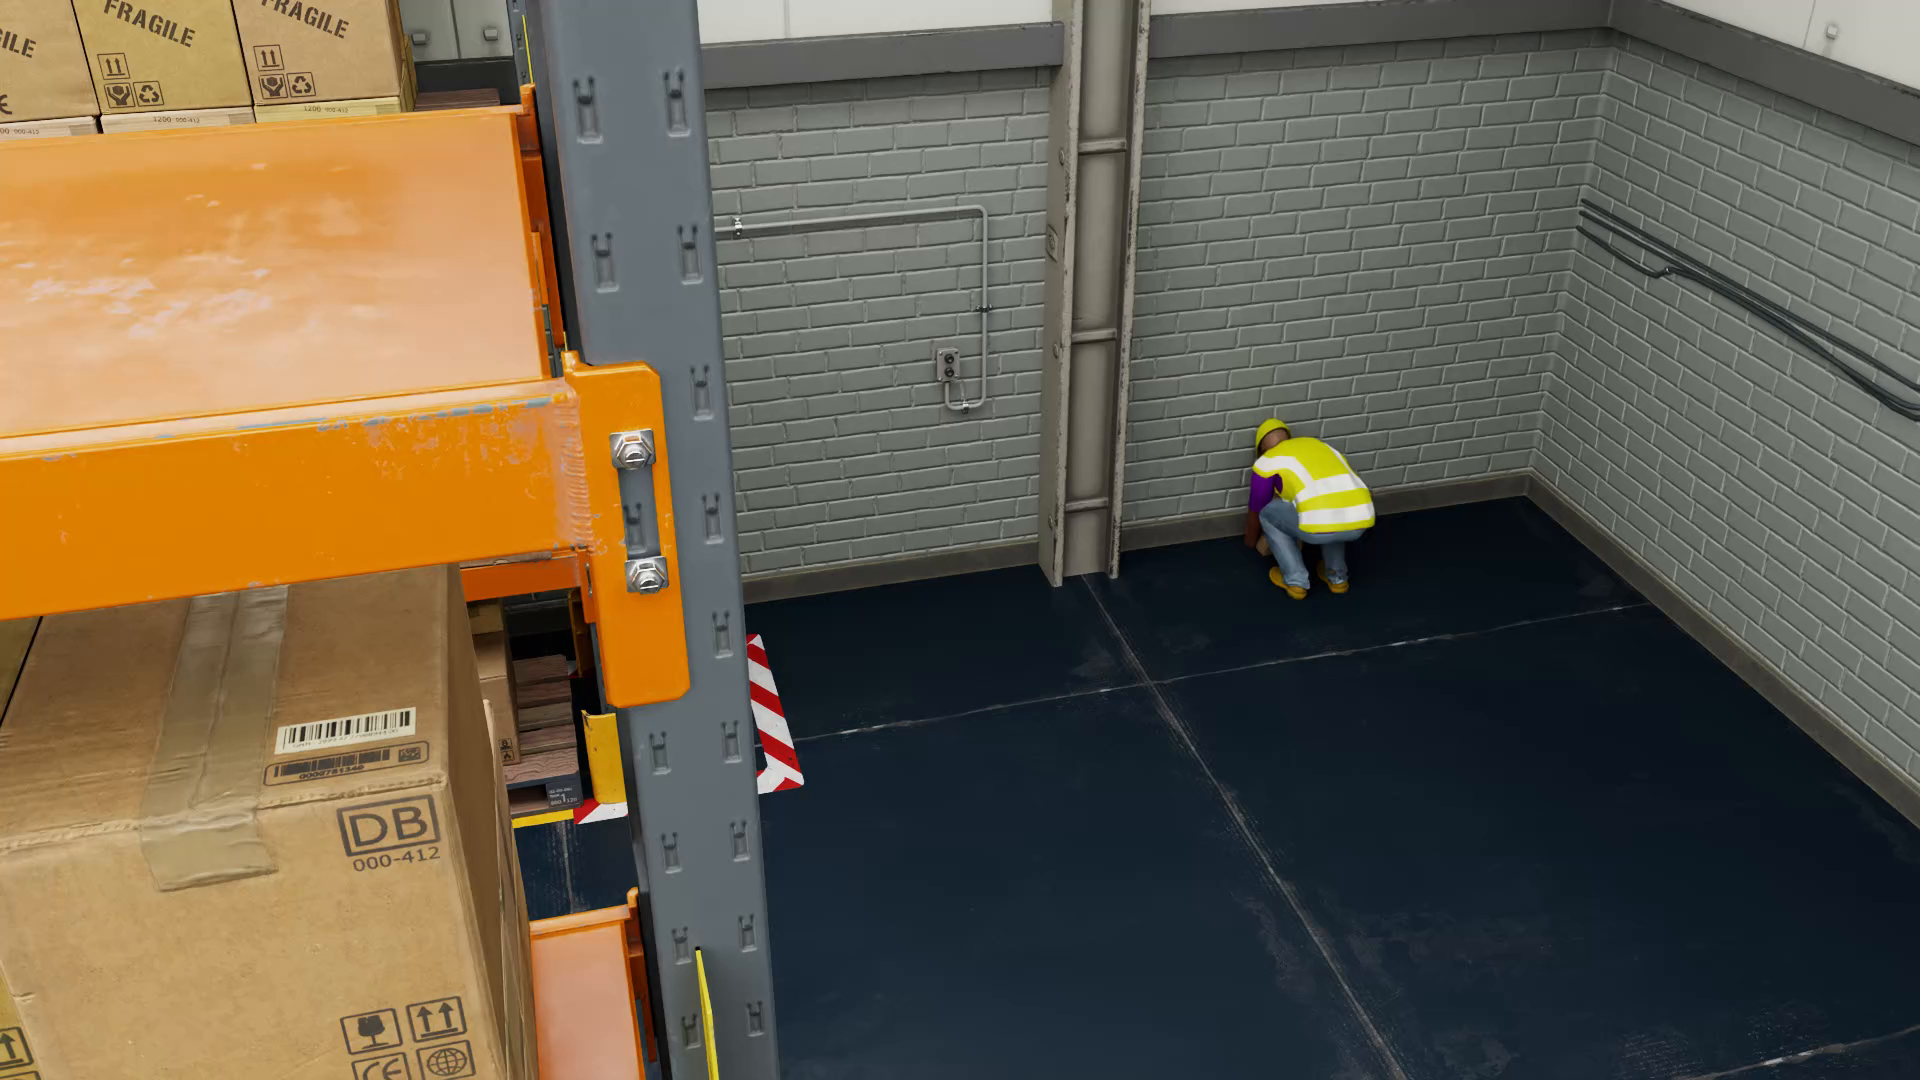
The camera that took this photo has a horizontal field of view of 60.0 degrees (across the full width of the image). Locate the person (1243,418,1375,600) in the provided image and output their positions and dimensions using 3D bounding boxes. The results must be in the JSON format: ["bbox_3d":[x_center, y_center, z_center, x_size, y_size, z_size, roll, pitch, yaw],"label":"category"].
[{"bbox_3d":[1.918,-0.162,9.377,0.523,0.810,0.968,-9,31,-14],"label":"person"}]
